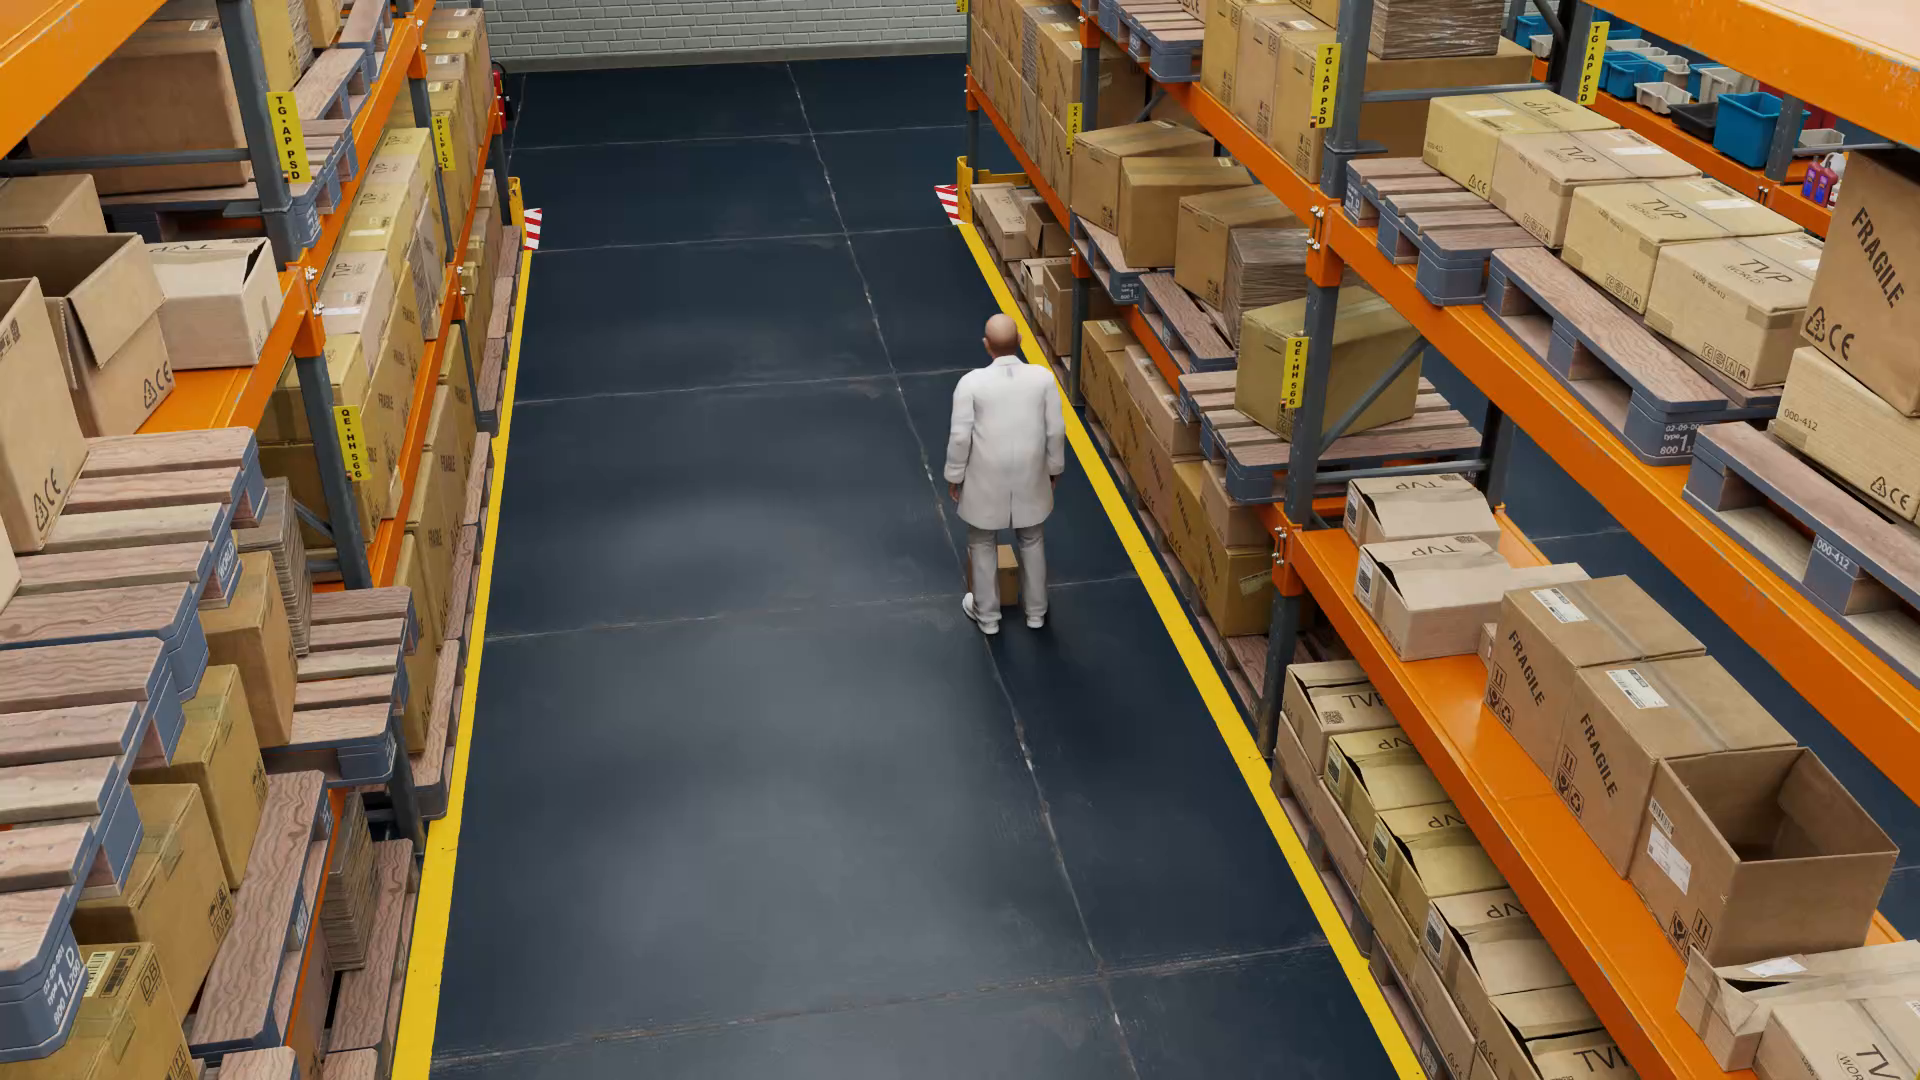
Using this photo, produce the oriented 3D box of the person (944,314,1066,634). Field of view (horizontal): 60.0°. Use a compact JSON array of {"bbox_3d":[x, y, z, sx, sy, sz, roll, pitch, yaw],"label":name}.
[{"bbox_3d":[0.237,-0.337,8.733,0.642,1.774,0.421,-5,31,-9],"label":"person"}]
